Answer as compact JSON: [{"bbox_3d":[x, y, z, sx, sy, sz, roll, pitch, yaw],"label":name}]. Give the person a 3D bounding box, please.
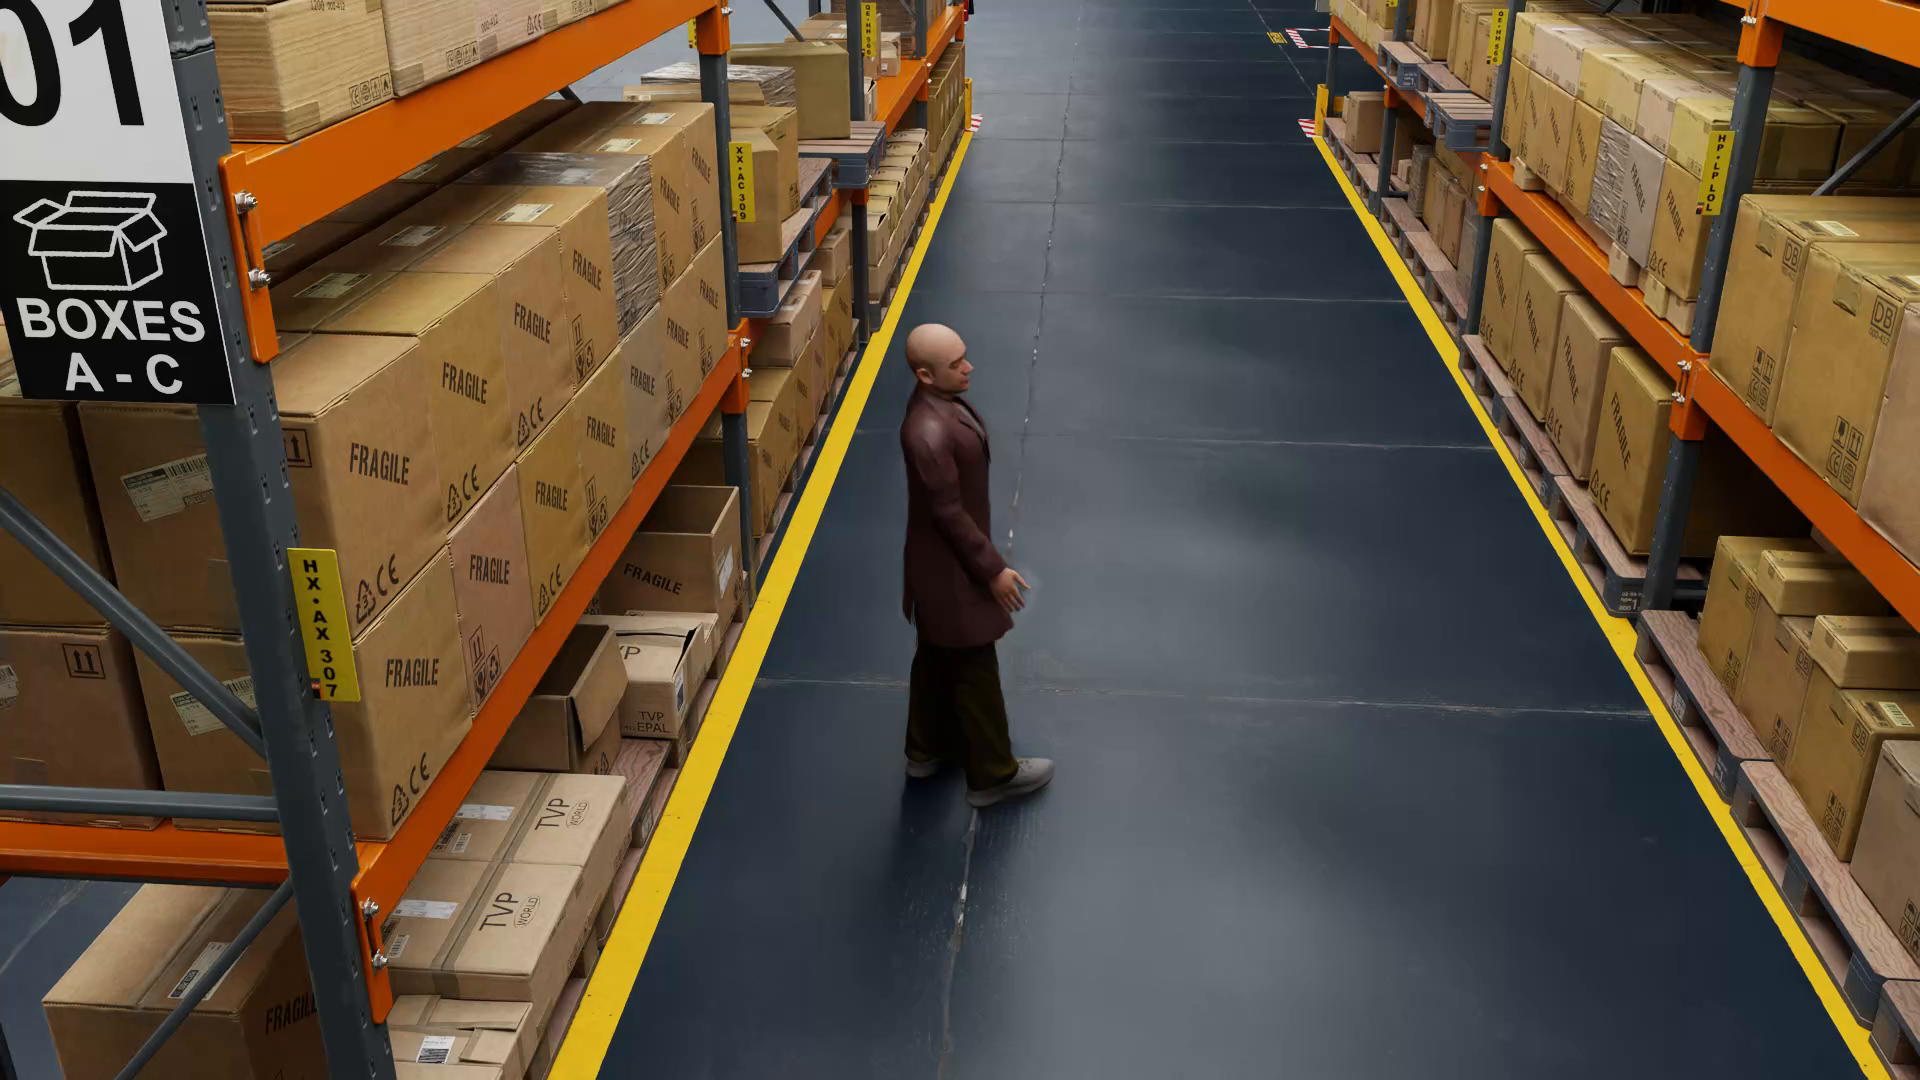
[{"bbox_3d":[0.068,0.080,5.893,0.568,1.782,0.582,-2,24,-5],"label":"person"}]
